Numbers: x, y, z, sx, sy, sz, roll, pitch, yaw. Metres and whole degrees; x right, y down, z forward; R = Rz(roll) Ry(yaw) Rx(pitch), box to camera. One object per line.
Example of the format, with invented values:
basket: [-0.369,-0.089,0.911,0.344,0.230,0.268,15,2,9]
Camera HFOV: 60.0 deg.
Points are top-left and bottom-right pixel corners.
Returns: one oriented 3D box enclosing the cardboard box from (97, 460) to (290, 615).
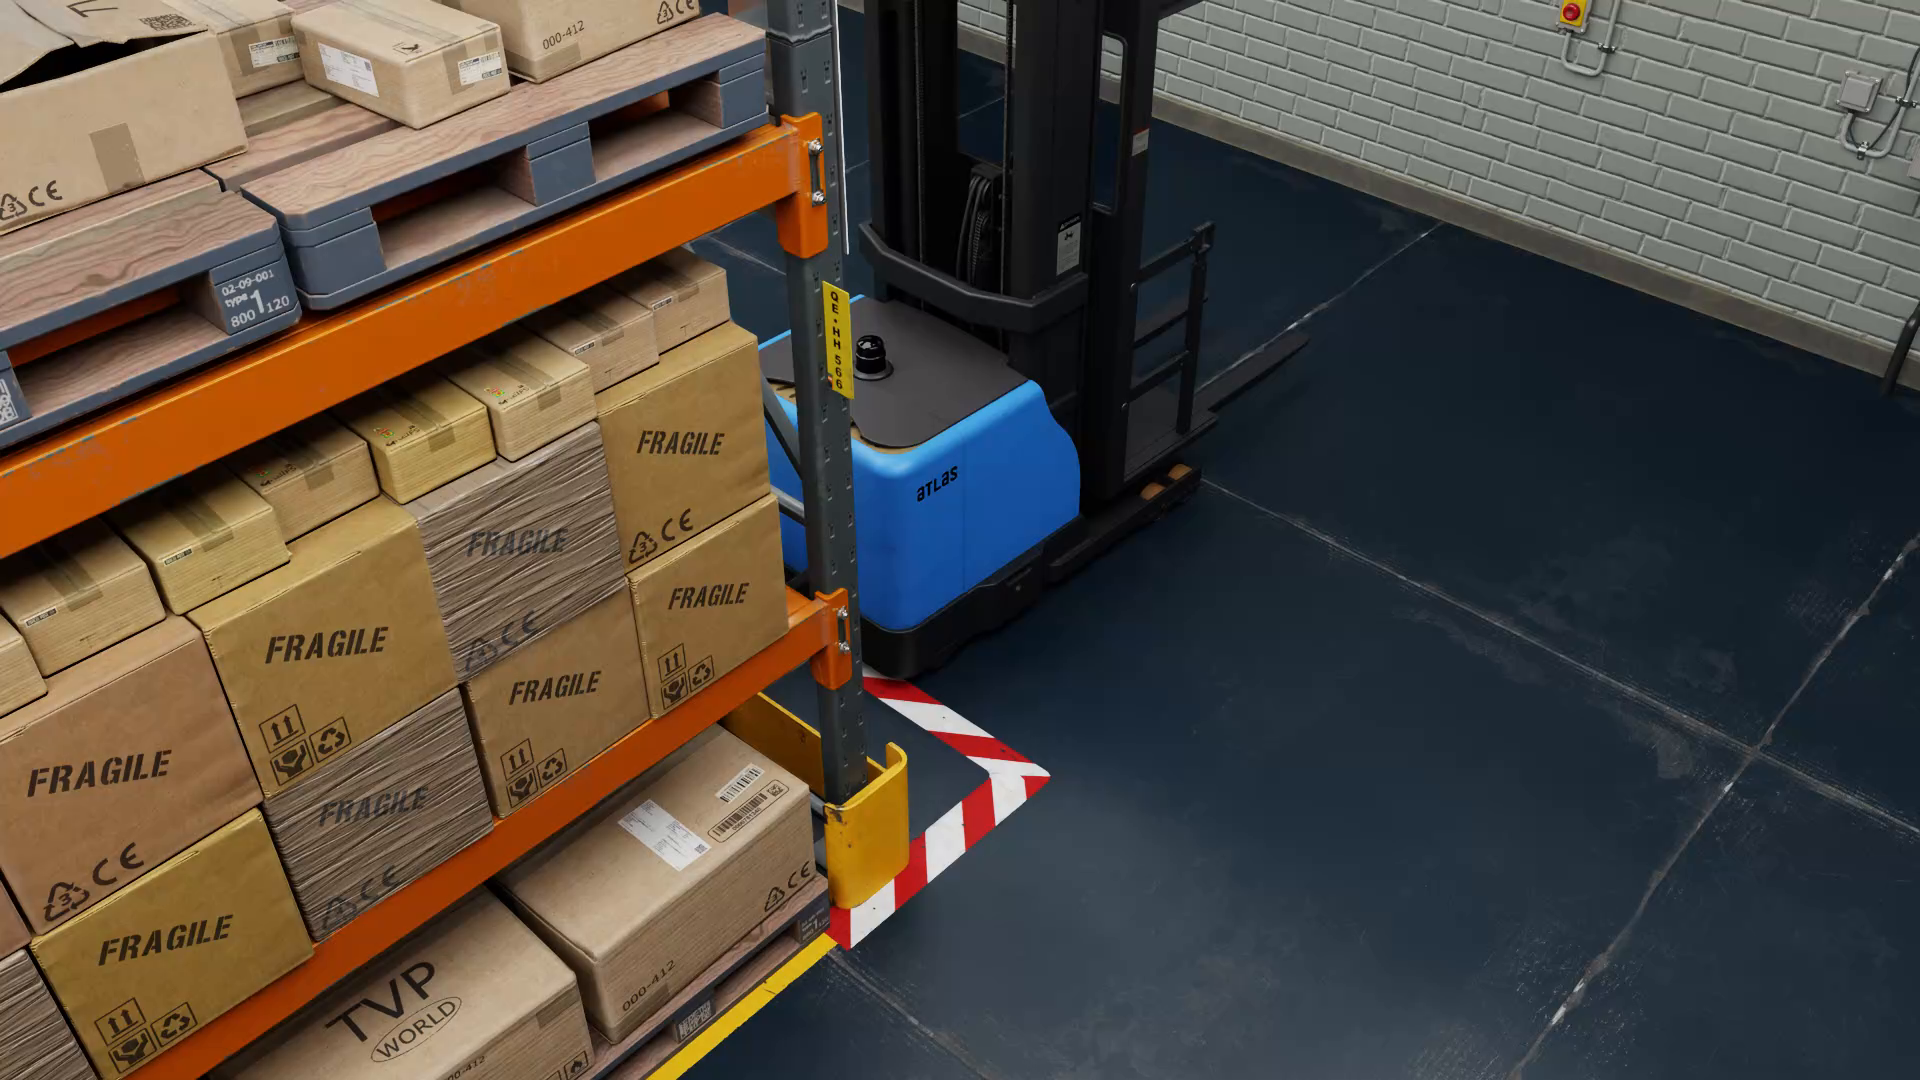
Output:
cardboard box: [-1.628,-0.038,3.483,0.380,0.149,0.250,31,48,33]

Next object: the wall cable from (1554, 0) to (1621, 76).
wall cable: [3.074,-3.222,8.050,0.585,1.953,0.123,30,47,32]

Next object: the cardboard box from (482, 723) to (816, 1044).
cardboard box: [-1.085,0.972,5.339,0.875,0.438,0.875,28,46,31]

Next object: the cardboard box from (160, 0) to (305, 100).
cardboard box: [-1.617,-1.088,3.582,0.380,0.149,0.250,31,48,33]

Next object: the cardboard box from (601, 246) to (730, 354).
cardboard box: [-0.808,-0.647,4.249,0.380,0.149,0.250,30,47,32]

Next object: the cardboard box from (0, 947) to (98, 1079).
cardboard box: [-2.219,1.026,3.469,0.500,0.500,0.500,30,47,32]

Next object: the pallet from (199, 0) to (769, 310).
pallet: [-1.206,-1.006,3.766,1.003,0.211,1.213,30,47,32]

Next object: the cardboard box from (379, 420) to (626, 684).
cardboard box: [-1.194,-0.068,4.042,0.500,0.500,0.500,30,47,32]

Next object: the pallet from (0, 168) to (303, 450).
pallet: [-2.029,-0.443,3.058,1.003,0.211,1.213,30,47,32]

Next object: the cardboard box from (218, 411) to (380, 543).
cardboard box: [-1.502,-0.178,3.658,0.380,0.149,0.250,29,47,32]

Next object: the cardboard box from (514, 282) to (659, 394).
cardboard box: [-0.961,-0.520,4.089,0.380,0.149,0.250,31,48,33]

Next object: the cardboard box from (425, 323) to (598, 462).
cardboard box: [-1.073,-0.366,3.896,0.380,0.149,0.250,29,47,31]

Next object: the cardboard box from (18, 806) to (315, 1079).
cardboard box: [-1.872,0.789,3.767,0.500,0.500,0.500,31,48,33]

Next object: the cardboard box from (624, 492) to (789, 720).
cardboard box: [-0.843,0.082,4.657,0.500,0.500,0.500,30,47,32]

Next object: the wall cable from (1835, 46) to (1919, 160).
wall cable: [4.128,-2.619,7.318,0.588,1.984,0.122,30,47,32]

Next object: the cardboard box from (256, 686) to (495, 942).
cardboard box: [-1.533,0.547,4.072,0.500,0.500,0.500,31,48,33]

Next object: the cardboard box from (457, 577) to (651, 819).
cardboard box: [-1.193,0.306,4.374,0.500,0.500,0.500,29,47,31]

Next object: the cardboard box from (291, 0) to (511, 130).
cardboard box: [-1.174,-1.020,3.497,0.380,0.149,0.250,26,45,29]

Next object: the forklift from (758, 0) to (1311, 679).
forklift: [0.434,-1.431,6.694,1.130,2.935,3.031,31,48,33]

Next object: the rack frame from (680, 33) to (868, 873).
rack frame: [-0.713,-0.212,5.106,1.000,3.000,0.127,30,47,32]

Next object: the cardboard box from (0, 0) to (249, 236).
cardboard box: [-1.760,-0.888,3.200,0.500,0.311,0.500,31,48,33]

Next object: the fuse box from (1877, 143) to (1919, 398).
fuse box: [4.526,-1.359,7.584,0.539,1.711,0.414,30,47,32]

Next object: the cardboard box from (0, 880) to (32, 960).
cardboard box: [-2.212,0.618,3.179,0.500,0.500,0.500,31,48,33]

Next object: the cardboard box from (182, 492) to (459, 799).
cardboard box: [-1.530,0.158,3.758,0.500,0.500,0.500,29,47,32]

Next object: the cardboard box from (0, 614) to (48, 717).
cardboard box: [-1.966,0.214,3.166,0.380,0.149,0.250,30,47,32]

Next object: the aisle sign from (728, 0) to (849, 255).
aisle sign: [-0.436,-1.132,4.175,0.394,0.787,0.004,30,47,32]

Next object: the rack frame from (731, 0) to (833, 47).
rack frame: [-0.713,-2.560,3.239,1.000,3.000,0.127,30,47,32]

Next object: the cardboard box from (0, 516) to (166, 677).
cardboard box: [-1.819,0.075,3.341,0.380,0.149,0.250,31,48,33]

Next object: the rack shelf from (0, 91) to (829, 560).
rack shelf: [-2.062,-0.185,3.241,1.077,0.370,4.000,30,47,32]

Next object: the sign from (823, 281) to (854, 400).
sign: [-0.322,-0.523,4.377,0.100,0.325,0.005,30,47,32]

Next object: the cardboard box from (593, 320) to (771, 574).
cardboard box: [-0.863,-0.321,4.360,0.500,0.500,0.500,31,48,33]

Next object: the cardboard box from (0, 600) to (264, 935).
cardboard box: [-1.870,0.388,3.468,0.500,0.500,0.500,29,47,32]

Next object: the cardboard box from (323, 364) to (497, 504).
cardboard box: [-1.273,-0.268,3.772,0.380,0.149,0.250,31,48,33]

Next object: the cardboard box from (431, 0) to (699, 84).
cardboard box: [-0.950,-1.286,3.750,0.500,0.250,0.500,25,45,28]

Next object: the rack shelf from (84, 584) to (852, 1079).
rack shelf: [-2.062,0.989,4.174,1.077,0.370,4.000,30,47,32]

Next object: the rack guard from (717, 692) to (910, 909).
rack guard: [-0.697,0.756,5.898,1.175,0.500,0.348,30,47,32]

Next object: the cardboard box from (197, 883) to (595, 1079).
cardboard box: [-1.696,1.396,4.806,0.875,0.438,0.875,31,48,33]

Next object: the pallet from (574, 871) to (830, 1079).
pallet: [-1.195,1.280,5.471,1.003,0.211,1.213,30,47,32]
